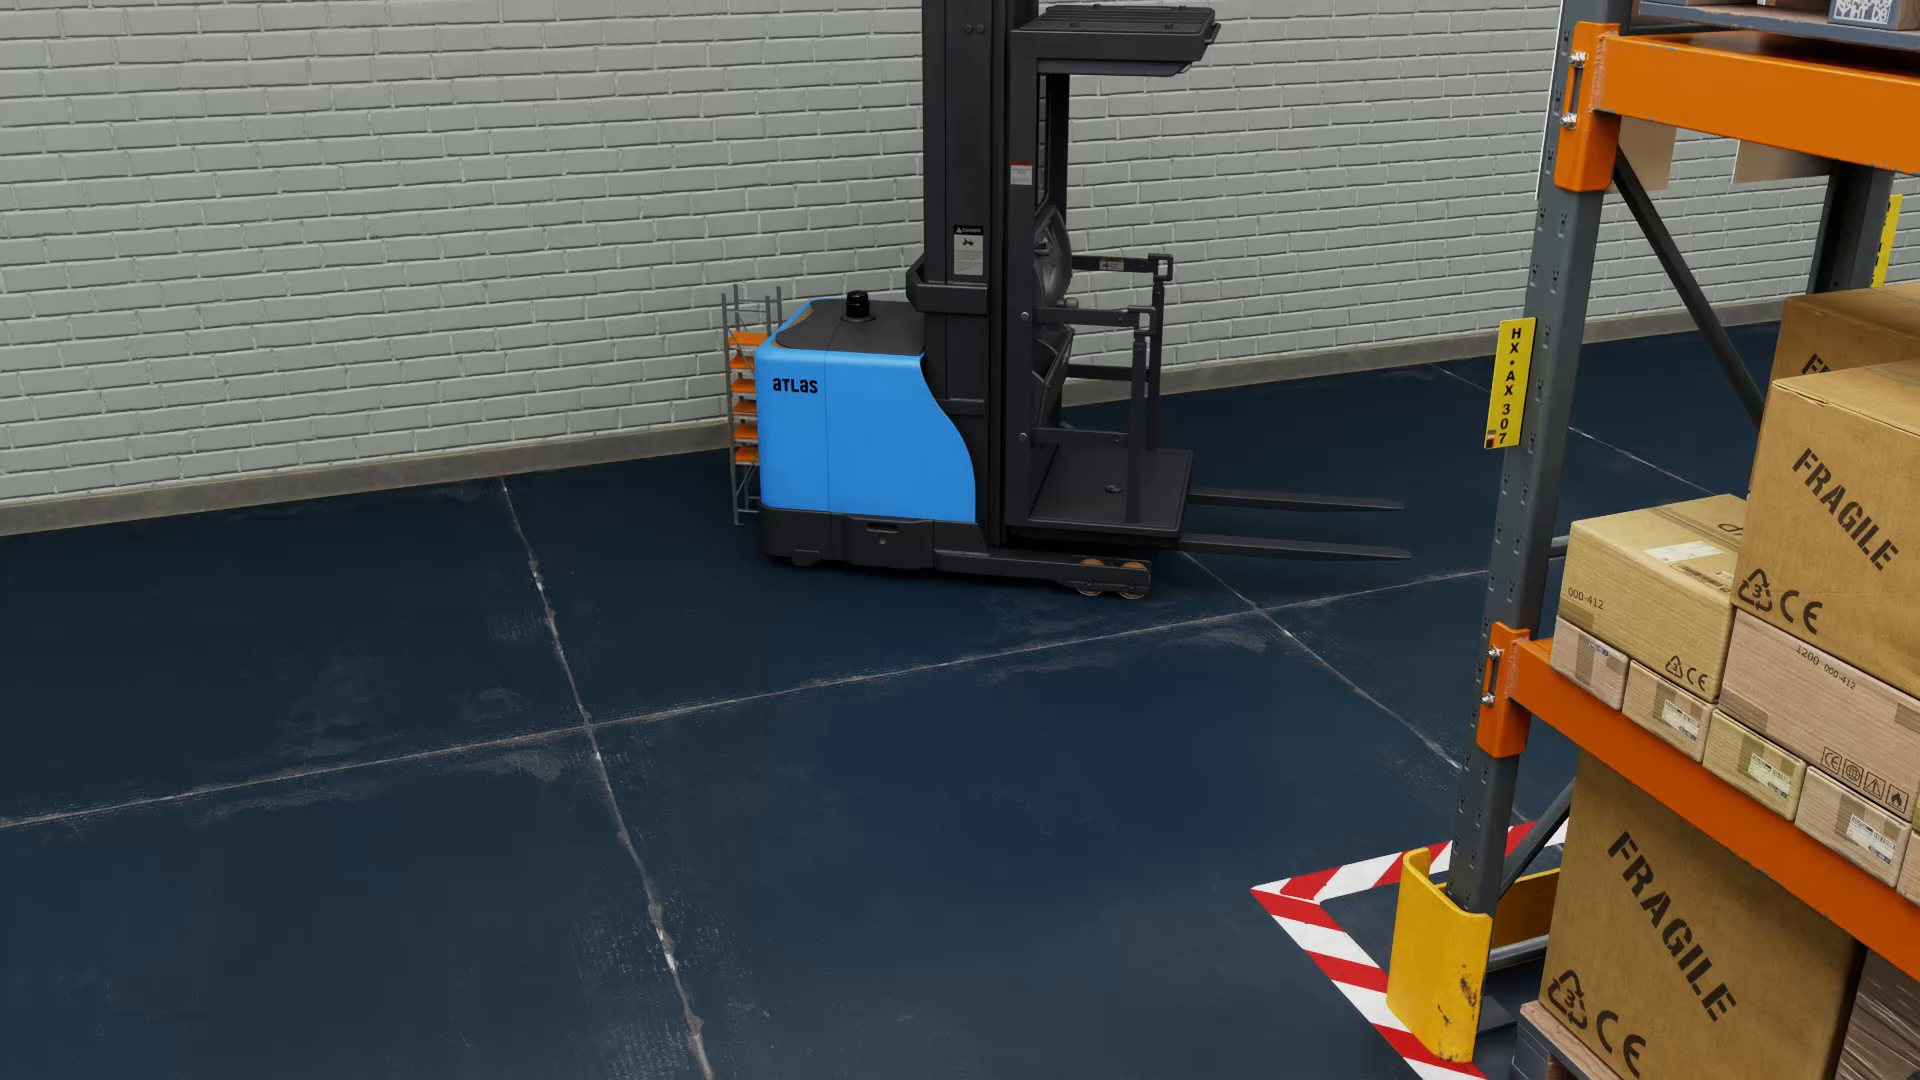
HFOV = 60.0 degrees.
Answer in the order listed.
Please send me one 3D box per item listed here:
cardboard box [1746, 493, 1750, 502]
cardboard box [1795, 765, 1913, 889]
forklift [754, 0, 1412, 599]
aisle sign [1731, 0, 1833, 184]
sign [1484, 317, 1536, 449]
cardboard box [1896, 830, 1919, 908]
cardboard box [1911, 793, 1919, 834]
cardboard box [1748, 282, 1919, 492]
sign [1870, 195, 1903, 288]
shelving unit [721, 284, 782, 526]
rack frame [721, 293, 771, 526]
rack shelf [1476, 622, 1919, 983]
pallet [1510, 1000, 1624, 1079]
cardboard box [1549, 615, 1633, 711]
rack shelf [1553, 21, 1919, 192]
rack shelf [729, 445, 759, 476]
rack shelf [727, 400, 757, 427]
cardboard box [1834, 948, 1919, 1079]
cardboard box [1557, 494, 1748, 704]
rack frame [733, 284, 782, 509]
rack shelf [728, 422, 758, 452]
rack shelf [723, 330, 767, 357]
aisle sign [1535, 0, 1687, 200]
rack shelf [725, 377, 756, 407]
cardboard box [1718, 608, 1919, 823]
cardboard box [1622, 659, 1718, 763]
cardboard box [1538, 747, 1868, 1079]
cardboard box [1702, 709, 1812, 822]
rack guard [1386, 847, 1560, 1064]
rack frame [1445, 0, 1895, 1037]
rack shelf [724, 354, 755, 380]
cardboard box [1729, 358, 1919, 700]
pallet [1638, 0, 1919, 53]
[{"bbox_3d":[2.289,0.050,4.078,0.500,0.250,0.500,-9,24,-20],"label":"cardboard box"},{"bbox_3d":[1.963,0.549,3.408,0.380,0.149,0.250,-9,24,-20],"label":"cardboard box"},{"bbox_3d":[0.611,-1.305,7.571,3.031,2.935,1.130,4,23,10],"label":"forklift"},{"bbox_3d":[2.125,-1.286,4.093,0.394,0.787,0.004,-8,24,-19],"label":"aisle sign"},{"bbox_3d":[1.349,-0.383,4.079,0.100,0.325,0.005,-8,24,-19],"label":"sign"},{"bbox_3d":[2.051,0.642,3.188,0.380,0.149,0.250,-9,24,-20],"label":"cardboard box"},{"bbox_3d":[2.151,0.493,3.028,0.500,0.250,0.500,-9,25,-21],"label":"cardboard box"},{"bbox_3d":[2.288,-0.294,3.930,0.500,0.500,0.500,-8,24,-18],"label":"cardboard box"},{"bbox_3d":[2.382,-0.733,4.332,0.100,0.325,0.005,-8,24,-19],"label":"sign"},{"bbox_3d":[-1.008,-0.656,8.262,0.258,1.200,0.189,4,23,10],"label":"shelving unit"},{"bbox_3d":[-1.025,-0.621,8.179,0.240,1.200,0.006,4,23,10],"label":"rack frame"},{"bbox_3d":[2.576,1.037,2.854,1.077,0.370,4.000,-8,24,-19],"label":"rack shelf"},{"bbox_3d":[2.226,1.544,4.316,1.003,0.211,1.213,-8,24,-19],"label":"pallet"},{"bbox_3d":[1.687,0.269,4.074,0.380,0.149,0.250,-8,24,-18],"label":"cardboard box"},{"bbox_3d":[2.576,-0.345,2.271,1.077,0.370,4.000,-8,24,-19],"label":"rack shelf"},{"bbox_3d":[-1.008,-0.394,8.372,0.258,0.103,0.180,4,23,10],"label":"rack shelf"},{"bbox_3d":[-1.008,-0.615,8.279,0.258,0.103,0.180,4,23,10],"label":"rack shelf"},{"bbox_3d":[2.492,1.317,3.459,0.875,0.875,0.875,-8,24,-19],"label":"cardboard box"},{"bbox_3d":[1.787,0.122,3.908,0.500,0.250,0.500,-9,24,-20],"label":"cardboard box"},{"bbox_3d":[-0.991,-0.691,8.344,0.240,1.200,0.006,4,23,10],"label":"rack frame"},{"bbox_3d":[-1.008,-0.505,8.326,0.258,0.103,0.180,4,23,10],"label":"rack shelf"},{"bbox_3d":[-1.008,-0.947,8.139,0.258,0.103,0.180,4,23,10],"label":"rack shelf"},{"bbox_3d":[1.564,-1.204,3.898,0.394,0.787,0.004,-8,24,-19],"label":"aisle sign"},{"bbox_3d":[-1.008,-0.726,8.232,0.258,0.103,0.180,4,23,10],"label":"rack shelf"},{"bbox_3d":[1.977,0.310,3.462,0.500,0.250,0.500,-9,24,-20],"label":"cardboard box"},{"bbox_3d":[1.779,0.362,3.853,0.380,0.149,0.250,-9,24,-20],"label":"cardboard box"},{"bbox_3d":[2.171,0.986,4.244,0.875,0.875,0.875,-8,24,-19],"label":"cardboard box"},{"bbox_3d":[1.869,0.455,3.632,0.380,0.149,0.250,-9,24,-20],"label":"cardboard box"},{"bbox_3d":[1.861,1.122,4.945,1.175,0.500,0.348,-8,24,-19],"label":"rack guard"},{"bbox_3d":[1.870,-0.021,4.438,1.000,3.000,0.127,-8,24,-19],"label":"rack frame"},{"bbox_3d":[-1.008,-0.836,8.186,0.258,0.103,0.180,4,23,10],"label":"rack shelf"},{"bbox_3d":[1.964,-0.042,3.331,0.500,0.500,0.500,-9,24,-20],"label":"cardboard box"},{"bbox_3d":[2.142,-1.095,3.237,1.003,0.211,1.213,-8,24,-19],"label":"pallet"}]
